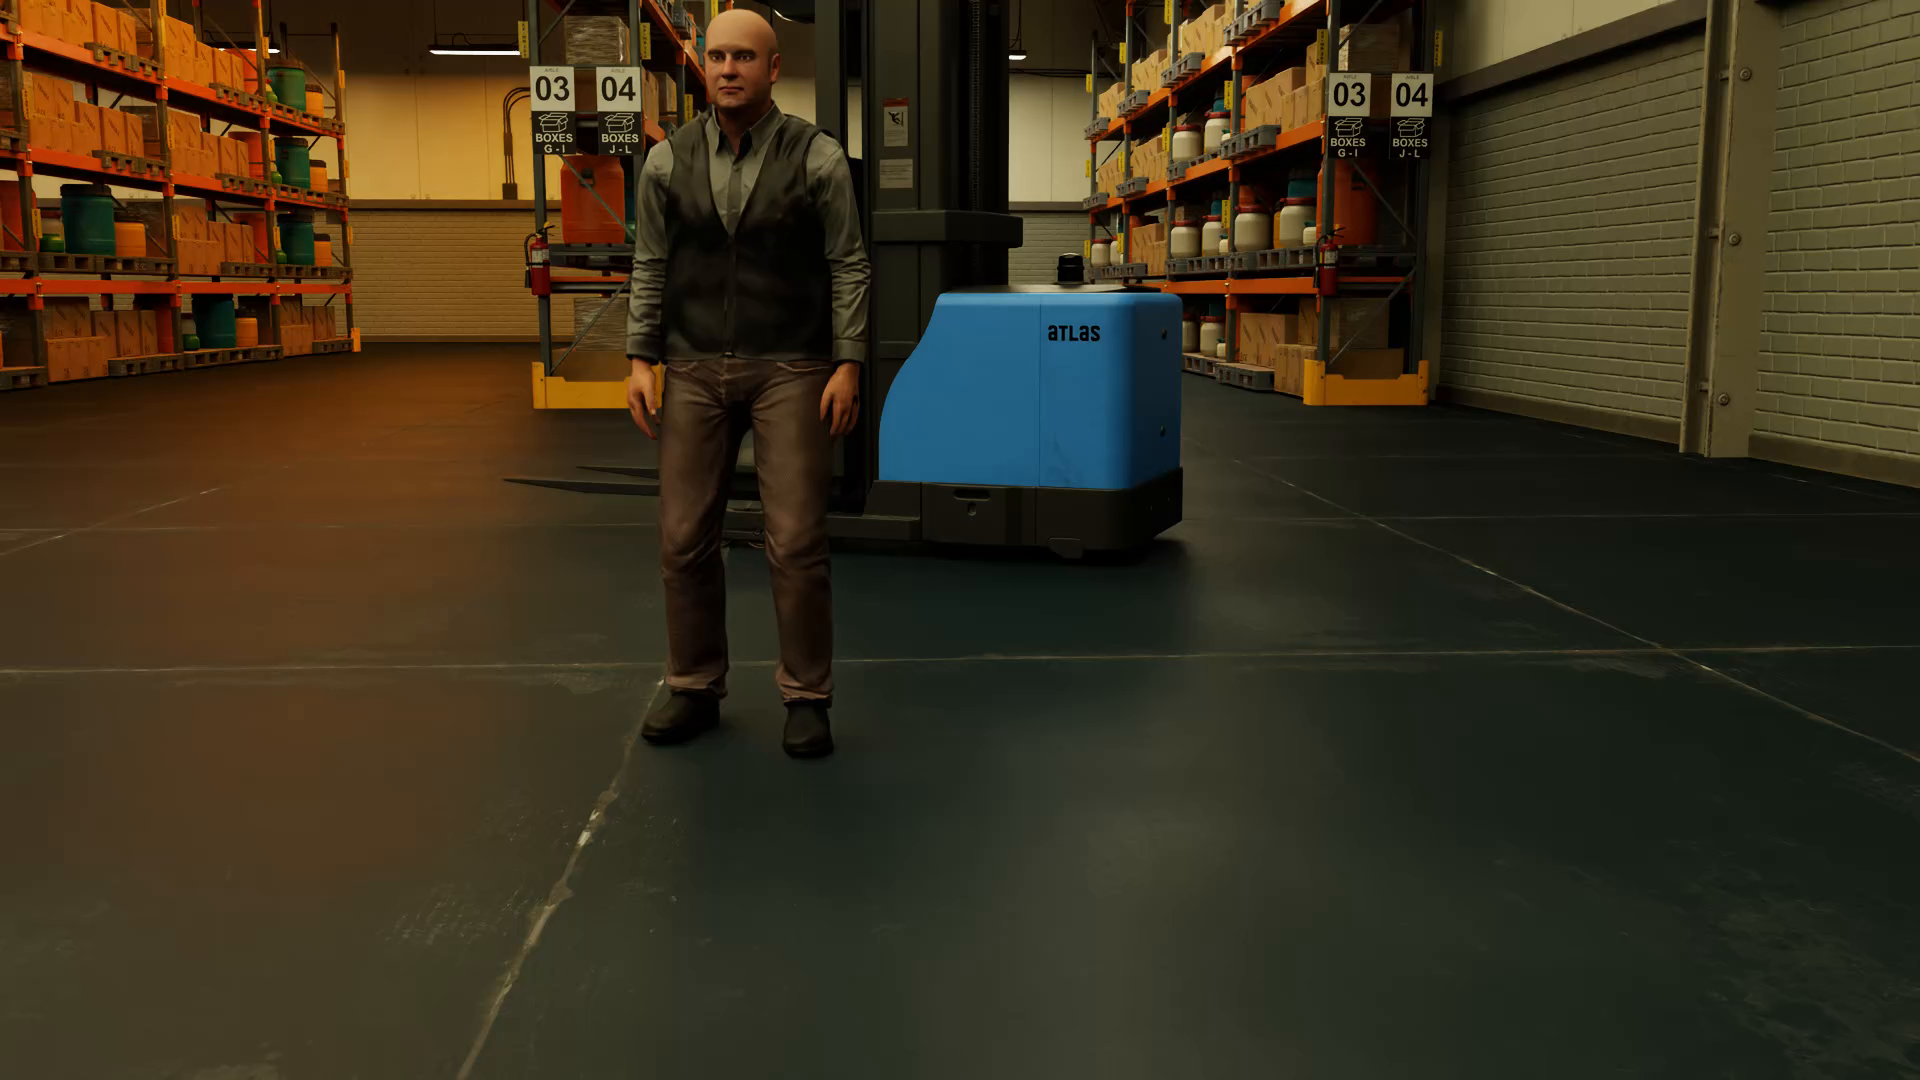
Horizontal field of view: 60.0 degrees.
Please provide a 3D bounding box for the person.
[{"bbox_3d":[-0.511,-0.372,3.992,0.586,1.722,0.442,1,9,10],"label":"person"}]

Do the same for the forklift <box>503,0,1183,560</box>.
[{"bbox_3d":[-0.584,-1.481,7.307,3.031,2.935,1.130,3,9,20],"label":"forklift"}]
